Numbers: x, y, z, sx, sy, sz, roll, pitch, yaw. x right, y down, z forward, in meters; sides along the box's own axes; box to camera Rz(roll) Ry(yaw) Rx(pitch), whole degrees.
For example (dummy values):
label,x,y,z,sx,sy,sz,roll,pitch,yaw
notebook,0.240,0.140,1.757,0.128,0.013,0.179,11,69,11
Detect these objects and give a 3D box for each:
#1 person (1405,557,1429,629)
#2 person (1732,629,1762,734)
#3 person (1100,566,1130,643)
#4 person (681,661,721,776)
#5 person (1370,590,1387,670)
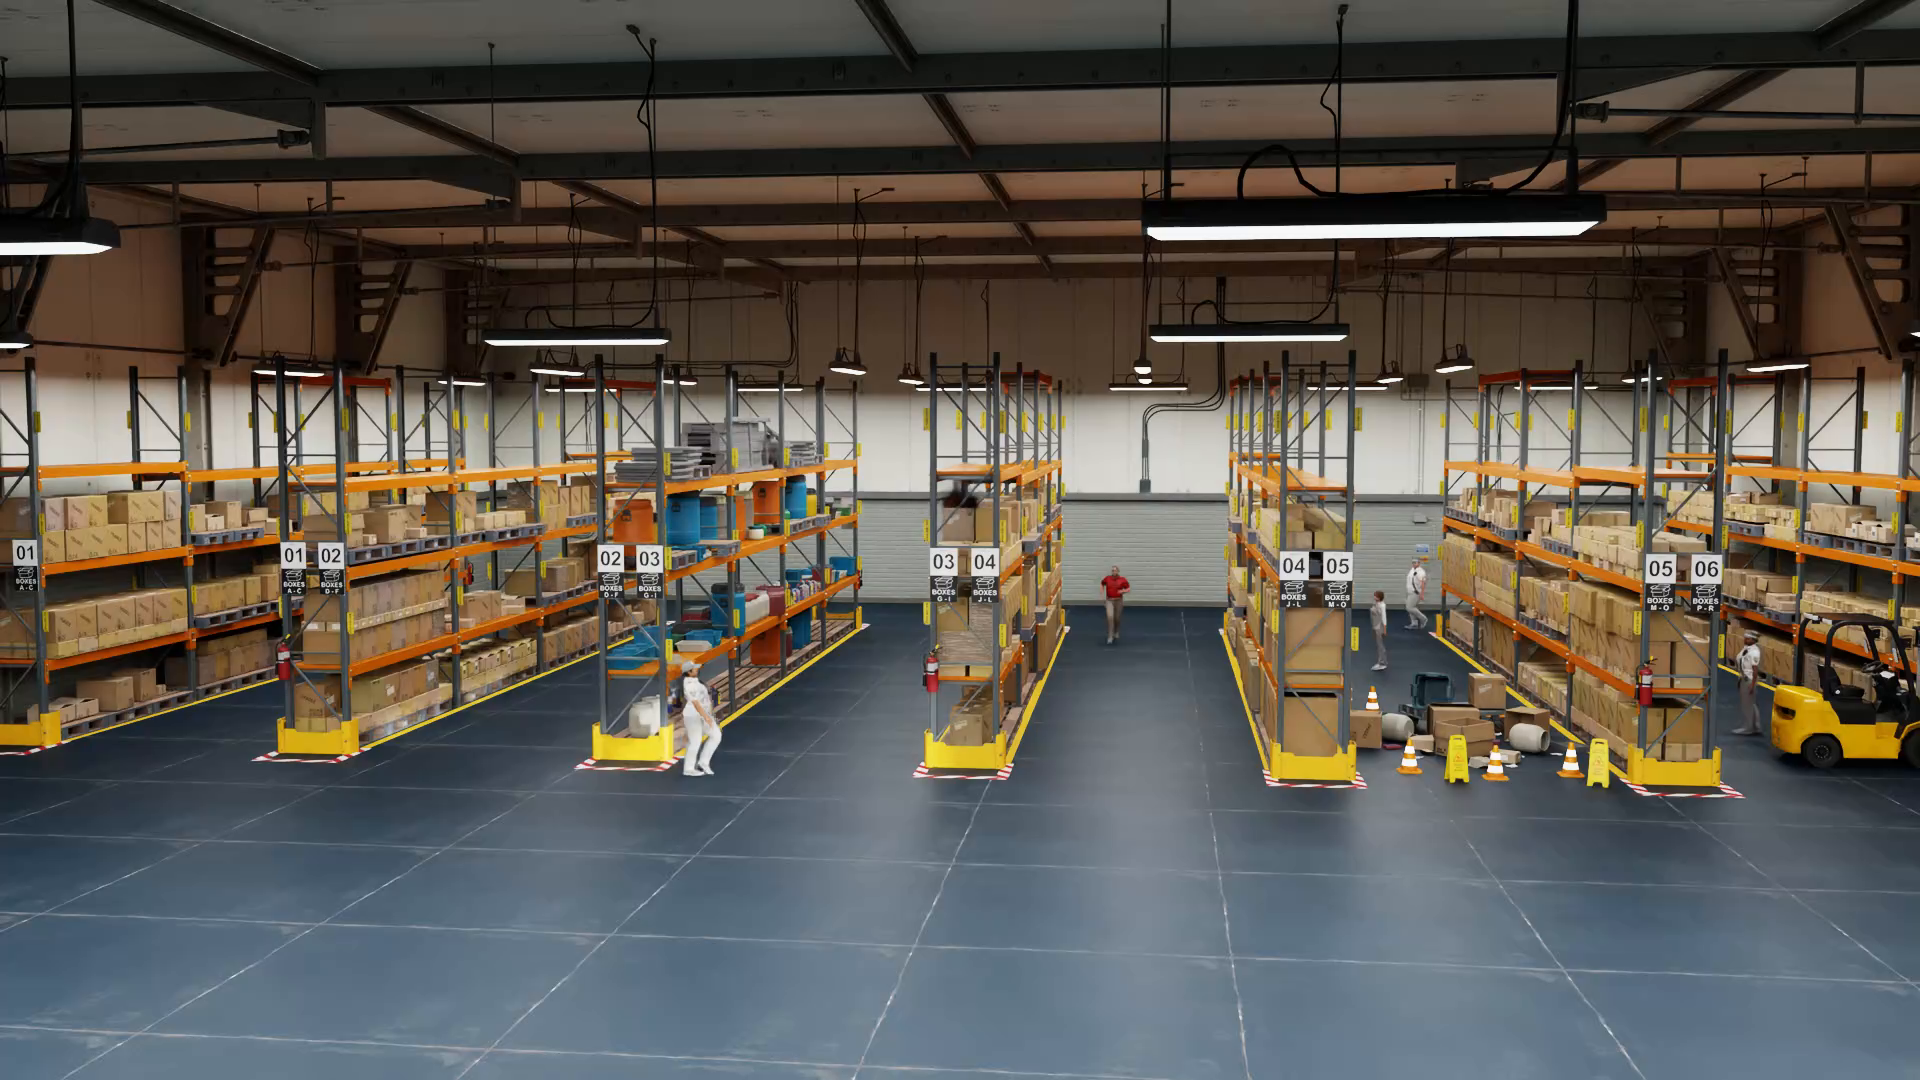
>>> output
label,x,y,z,sx,sy,sz,roll,pitch,yaw
person,11.013,1.270,40.110,0.522,1.754,0.523,0,4,3
person,12.692,2.282,26.752,0.405,1.685,0.485,2,5,31
person,3.537,1.442,37.865,0.681,1.710,1.015,0,4,4
person,-3.681,2.526,23.431,0.517,1.673,0.513,1,4,15
person,8.484,1.817,33.726,0.339,1.603,0.463,1,4,9
